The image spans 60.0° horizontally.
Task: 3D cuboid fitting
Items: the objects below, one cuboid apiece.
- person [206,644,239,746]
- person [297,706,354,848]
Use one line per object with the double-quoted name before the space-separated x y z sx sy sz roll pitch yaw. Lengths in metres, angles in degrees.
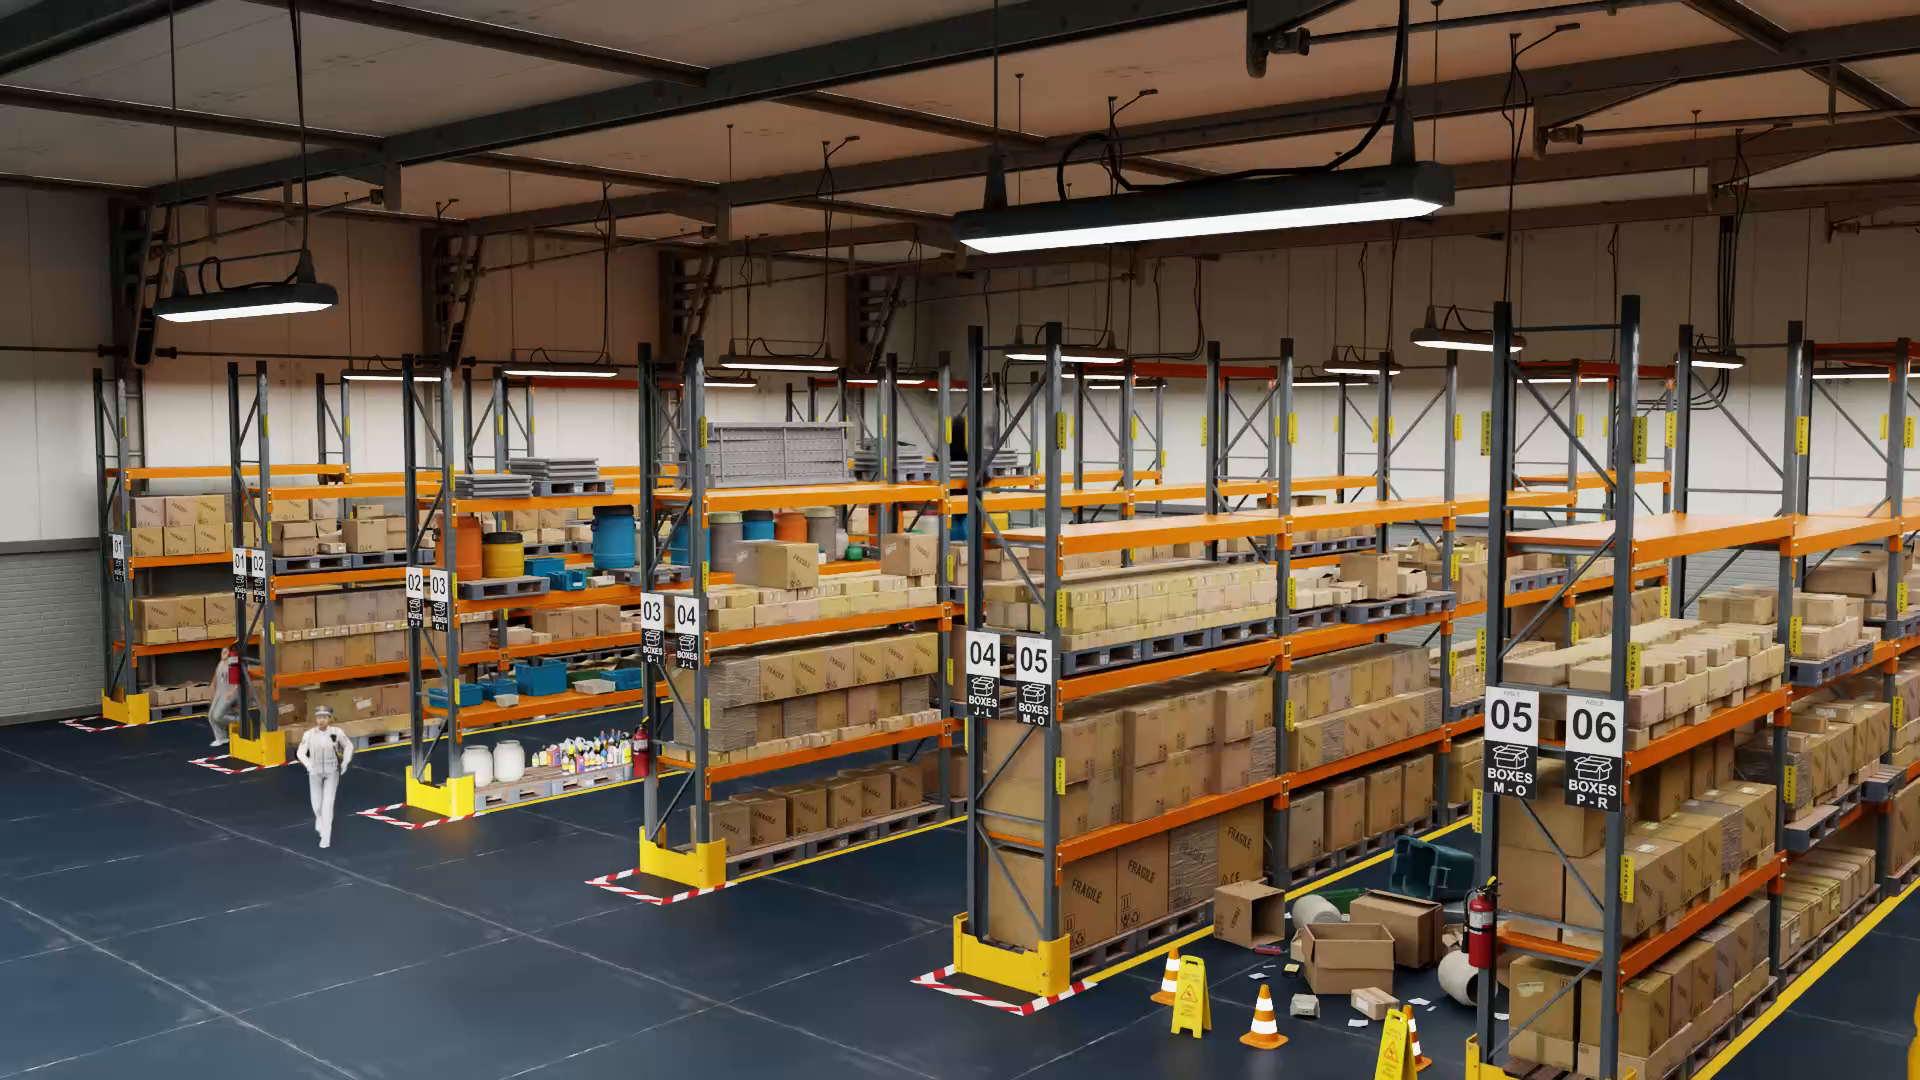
"person" -11.549 2.446 26.226 0.609 1.627 0.554 2 5 30
"person" -7.740 2.842 20.295 0.643 1.697 0.737 -1 4 -16
